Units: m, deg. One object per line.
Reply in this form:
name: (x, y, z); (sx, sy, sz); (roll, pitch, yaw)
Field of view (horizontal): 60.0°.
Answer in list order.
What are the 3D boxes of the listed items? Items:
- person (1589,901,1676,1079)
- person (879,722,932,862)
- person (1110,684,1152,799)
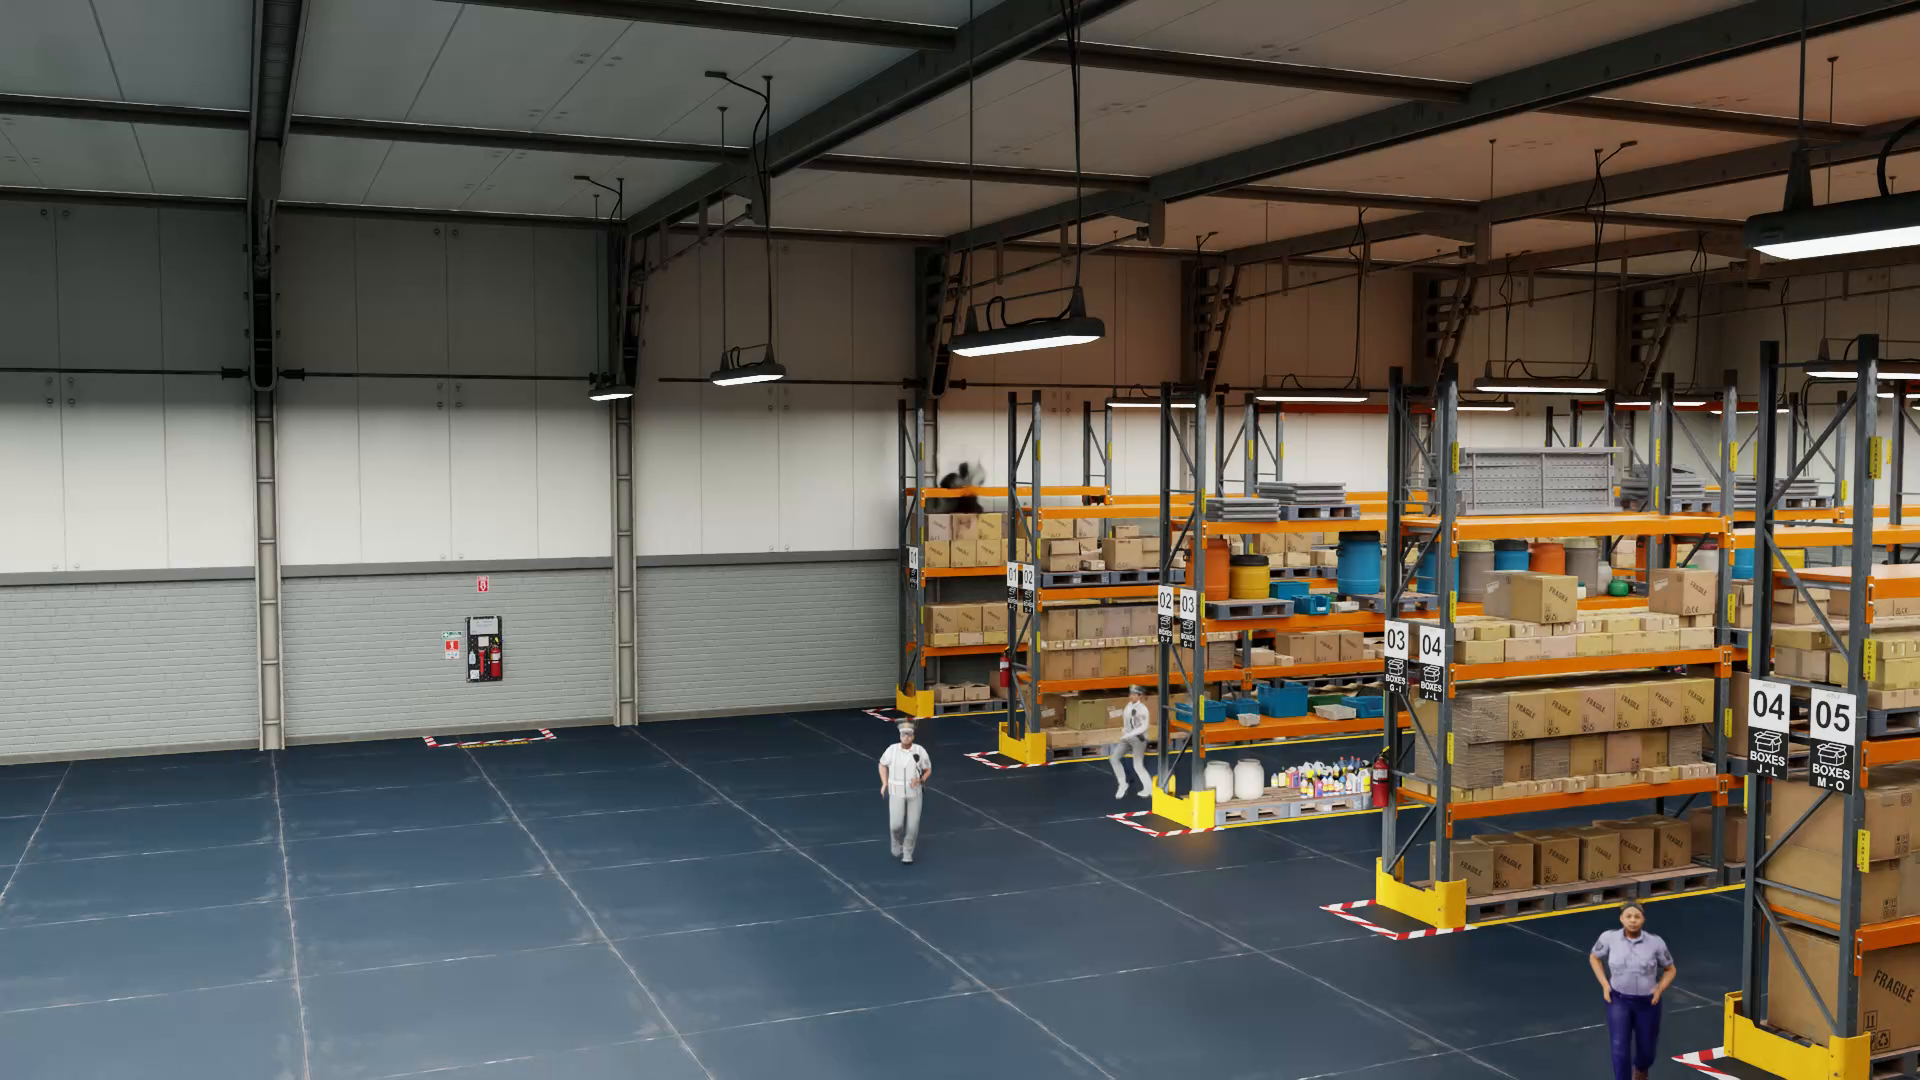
person: (5.196, 3.596, 12.867); (0.625, 1.638, 0.782); (1, 4, 21)
person: (-0.668, 3.094, 20.334); (0.652, 1.732, 0.592); (0, 3, -2)
person: (2.524, 2.921, 24.097); (0.642, 1.700, 0.625); (-2, 4, -29)
